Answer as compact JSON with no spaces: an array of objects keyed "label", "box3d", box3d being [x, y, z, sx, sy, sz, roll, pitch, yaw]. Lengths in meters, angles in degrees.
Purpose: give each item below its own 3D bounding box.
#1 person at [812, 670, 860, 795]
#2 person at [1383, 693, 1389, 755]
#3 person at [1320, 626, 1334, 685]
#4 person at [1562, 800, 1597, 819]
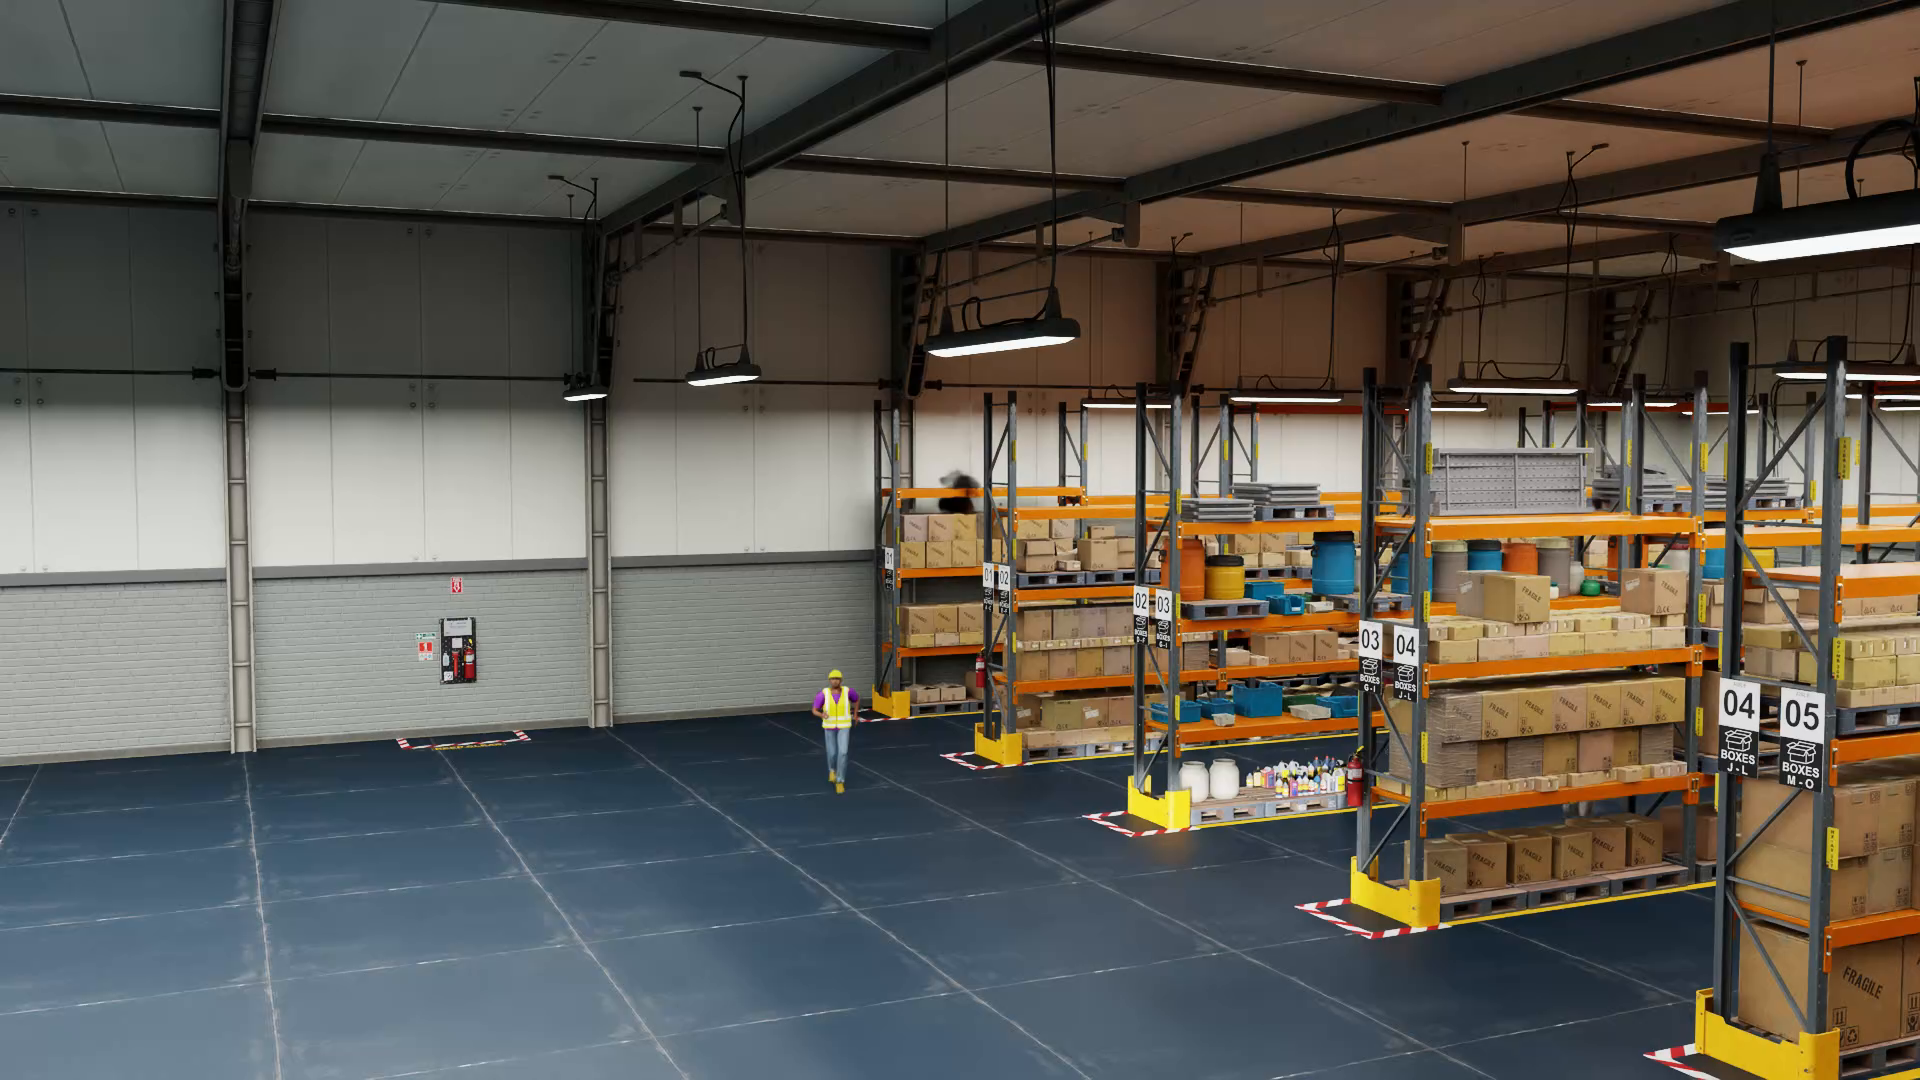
[{"label":"person","box3d":[-1.854,2.830,24.853,0.704,1.798,0.921,0,3,-2]},{"label":"person","box3d":[7.417,2.683,27.705,0.917,1.748,0.678,-2,4,-35]},{"label":"person","box3d":[7.162,2.482,32.418,0.653,1.631,0.514,-2,4,-28]},{"label":"person","box3d":[7.895,3.099,21.169,0.725,1.684,0.688,-2,4,-34]}]
